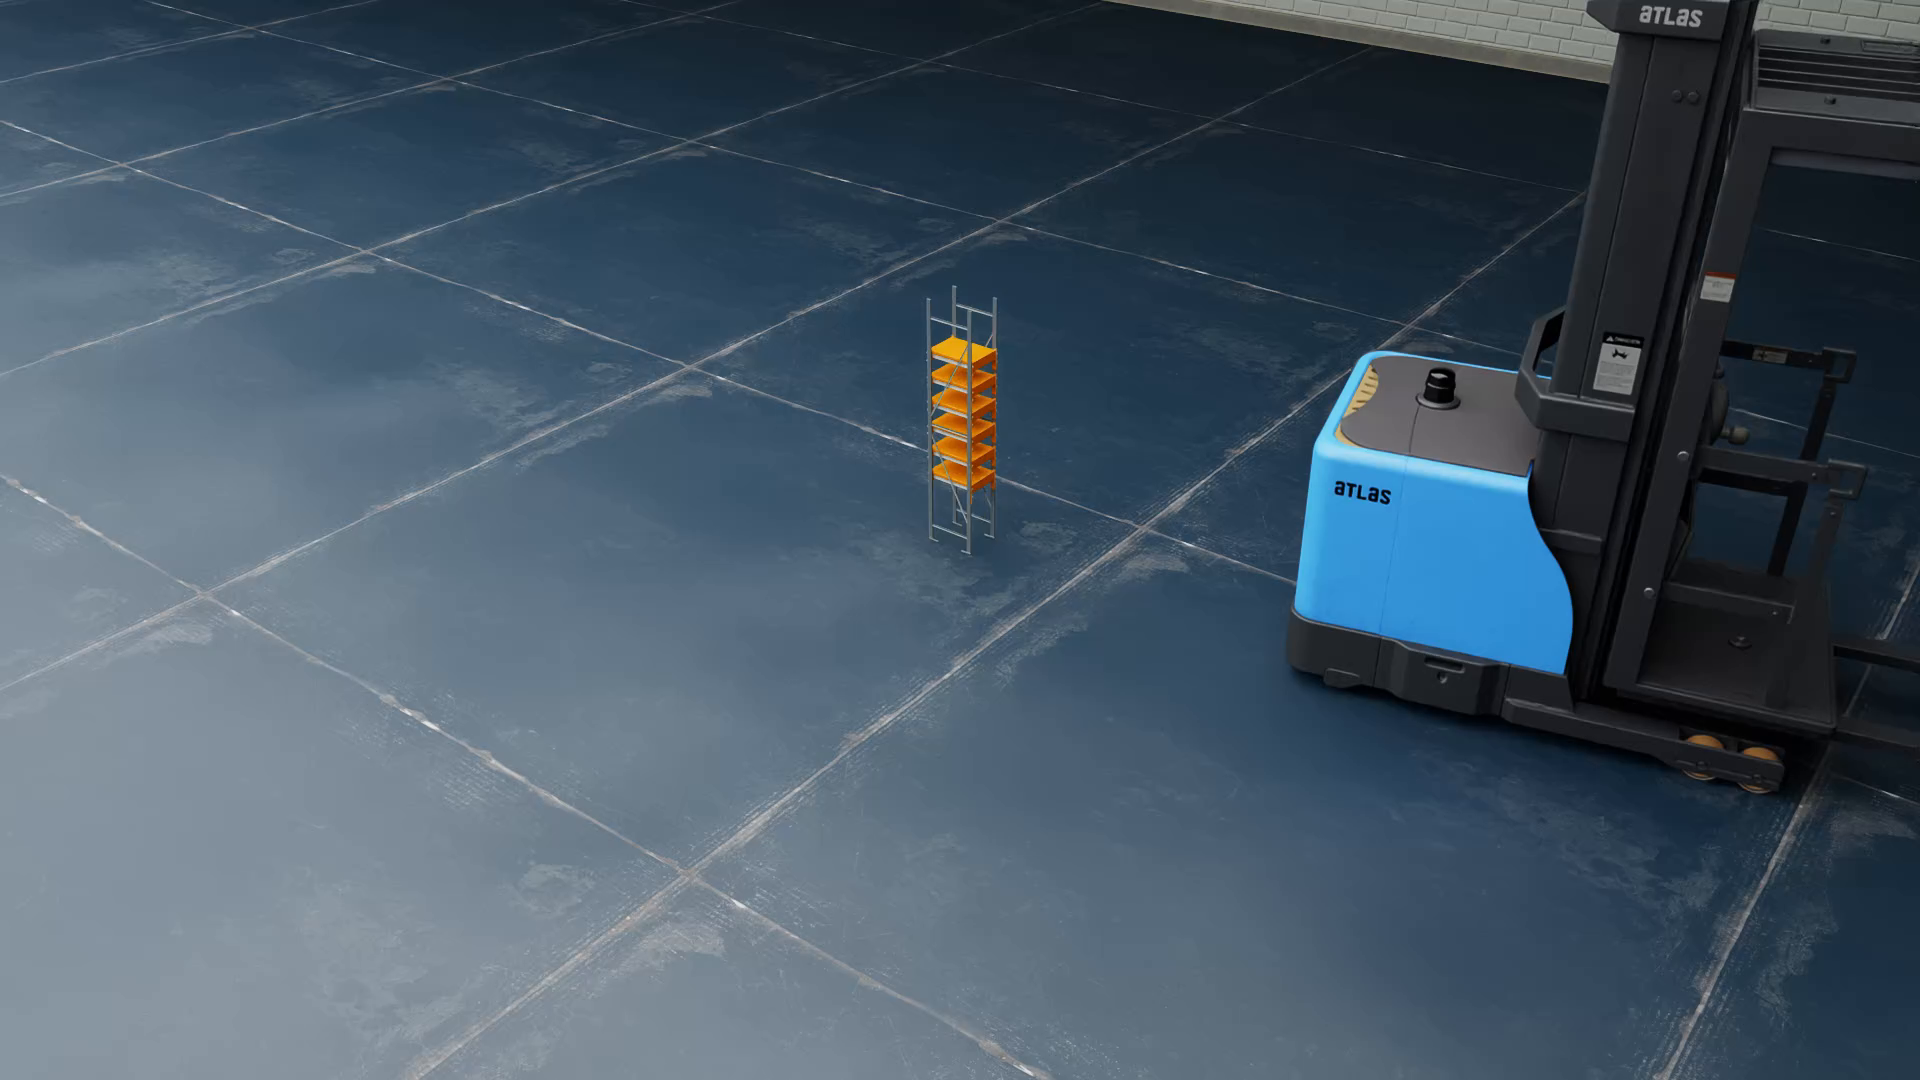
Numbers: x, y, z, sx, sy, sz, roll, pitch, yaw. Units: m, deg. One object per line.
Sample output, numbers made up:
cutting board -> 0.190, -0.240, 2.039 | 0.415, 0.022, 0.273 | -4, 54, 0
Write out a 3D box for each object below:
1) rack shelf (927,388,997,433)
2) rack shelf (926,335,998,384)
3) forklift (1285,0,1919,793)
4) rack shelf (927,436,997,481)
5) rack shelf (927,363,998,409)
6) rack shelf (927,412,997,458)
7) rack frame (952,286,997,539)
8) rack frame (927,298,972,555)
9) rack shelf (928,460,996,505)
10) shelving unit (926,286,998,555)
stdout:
rack shelf -> 0.009, -0.587, 7.415 | 0.258, 0.103, 0.180 | 21, 37, 31
rack shelf -> 0.009, -0.794, 7.293 | 0.258, 0.103, 0.180 | 21, 37, 31
forklift -> 2.895, -0.632, 5.941 | 3.031, 2.935, 1.130 | 12, 33, 20
rack shelf -> 0.009, -0.381, 7.538 | 0.258, 0.103, 0.180 | 21, 37, 31
rack shelf -> 0.009, -0.690, 7.354 | 0.258, 0.103, 0.180 | 21, 37, 31
rack shelf -> 0.009, -0.484, 7.477 | 0.258, 0.103, 0.180 | 21, 37, 31
rack frame -> 0.064, -0.559, 7.517 | 0.240, 1.200, 0.006 | 21, 37, 31
rack frame -> -0.047, -0.485, 7.391 | 0.240, 1.200, 0.006 | 21, 37, 31
rack shelf -> 0.009, -0.277, 7.599 | 0.258, 0.103, 0.180 | 21, 37, 31
shelving unit -> 0.009, -0.522, 7.454 | 0.258, 1.200, 0.189 | 21, 37, 31
